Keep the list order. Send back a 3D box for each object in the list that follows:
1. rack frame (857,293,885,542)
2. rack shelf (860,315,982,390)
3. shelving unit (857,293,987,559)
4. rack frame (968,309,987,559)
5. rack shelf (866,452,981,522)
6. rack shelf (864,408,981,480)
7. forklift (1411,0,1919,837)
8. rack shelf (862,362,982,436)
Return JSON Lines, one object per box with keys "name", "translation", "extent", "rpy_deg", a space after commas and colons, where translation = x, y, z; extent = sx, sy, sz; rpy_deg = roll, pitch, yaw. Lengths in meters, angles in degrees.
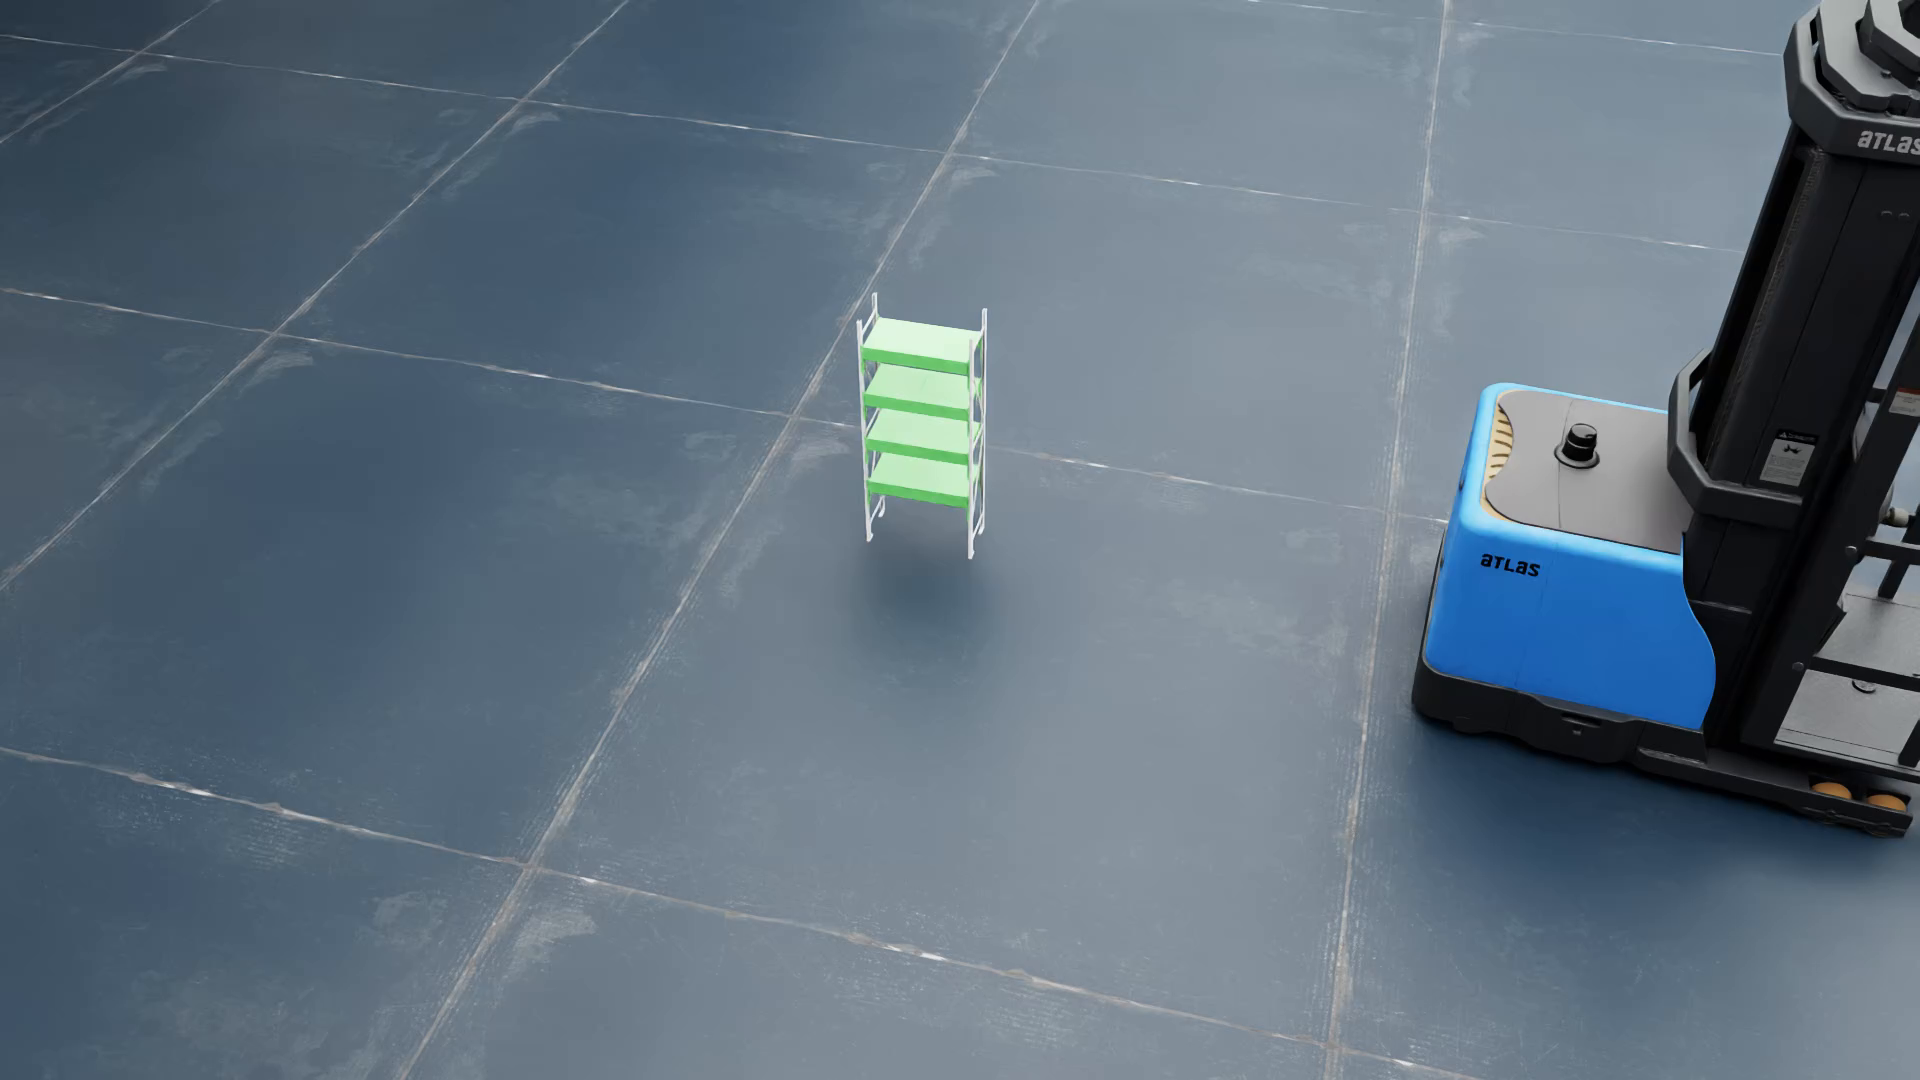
{"name": "rack frame", "translation": [-0.396, -0.528, 7.445], "extent": [0.015, 1.200, 0.240], "rpy_deg": [10, 41, 11]}
{"name": "rack shelf", "translation": [-0.160, -0.806, 7.129], "extent": [0.480, 0.148, 0.258], "rpy_deg": [10, 41, 11]}
{"name": "shelving unit", "translation": [-0.160, -0.487, 7.397], "extent": [0.503, 1.200, 0.258], "rpy_deg": [10, 41, 11]}
{"name": "rack frame", "translation": [0.076, -0.446, 7.349], "extent": [0.015, 1.200, 0.240], "rpy_deg": [10, 41, 11]}
{"name": "rack shelf", "translation": [-0.160, -0.254, 7.592], "extent": [0.480, 0.148, 0.258], "rpy_deg": [10, 41, 11]}
{"name": "rack shelf", "translation": [-0.160, -0.438, 7.438], "extent": [0.480, 0.148, 0.258], "rpy_deg": [10, 41, 11]}
{"name": "forklift", "translation": [3.436, -0.369, 5.910], "extent": [3.031, 2.935, 1.130], "rpy_deg": [12, 42, 14]}
{"name": "rack shelf", "translation": [-0.160, -0.622, 7.284], "extent": [0.480, 0.148, 0.258], "rpy_deg": [10, 41, 11]}
